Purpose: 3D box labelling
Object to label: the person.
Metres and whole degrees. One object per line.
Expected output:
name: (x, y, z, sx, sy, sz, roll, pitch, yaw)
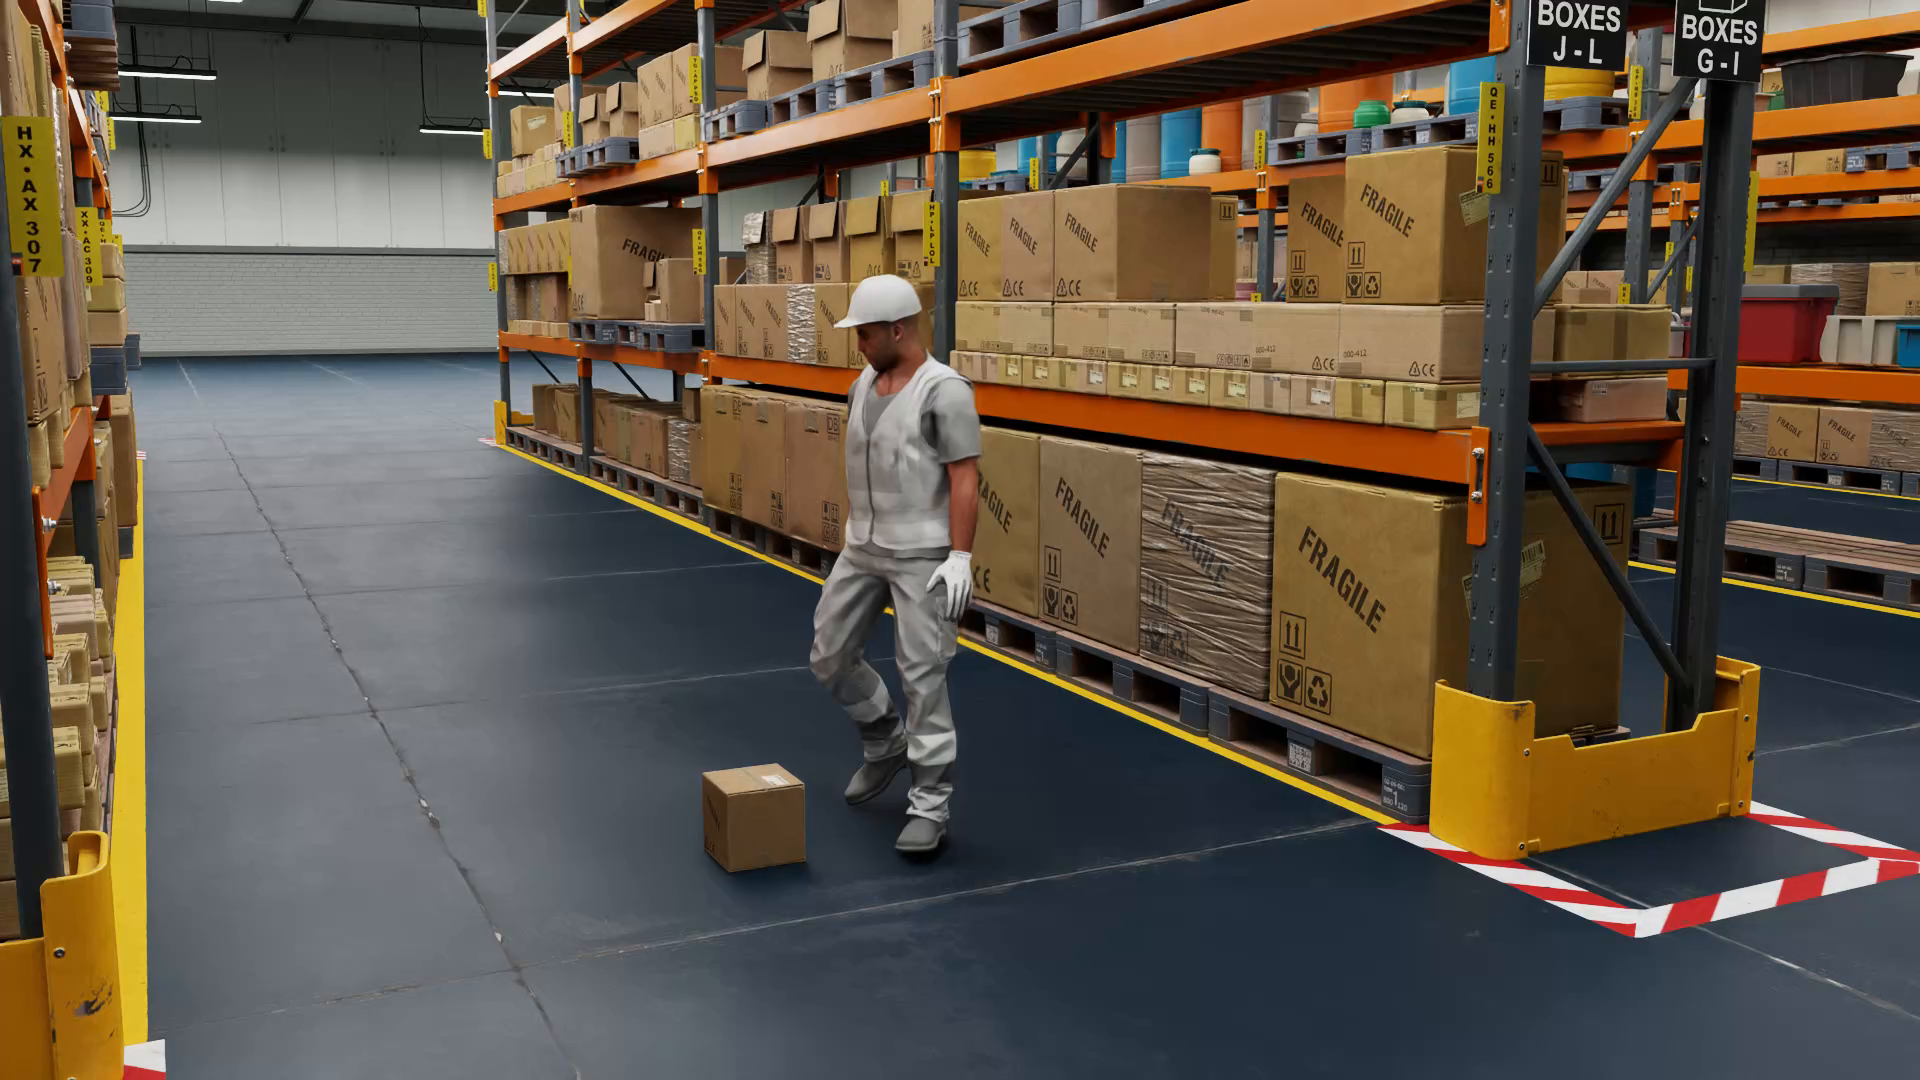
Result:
person: (-0.177, 0.057, 5.296, 0.664, 1.786, 0.525, 7, 11, 40)
